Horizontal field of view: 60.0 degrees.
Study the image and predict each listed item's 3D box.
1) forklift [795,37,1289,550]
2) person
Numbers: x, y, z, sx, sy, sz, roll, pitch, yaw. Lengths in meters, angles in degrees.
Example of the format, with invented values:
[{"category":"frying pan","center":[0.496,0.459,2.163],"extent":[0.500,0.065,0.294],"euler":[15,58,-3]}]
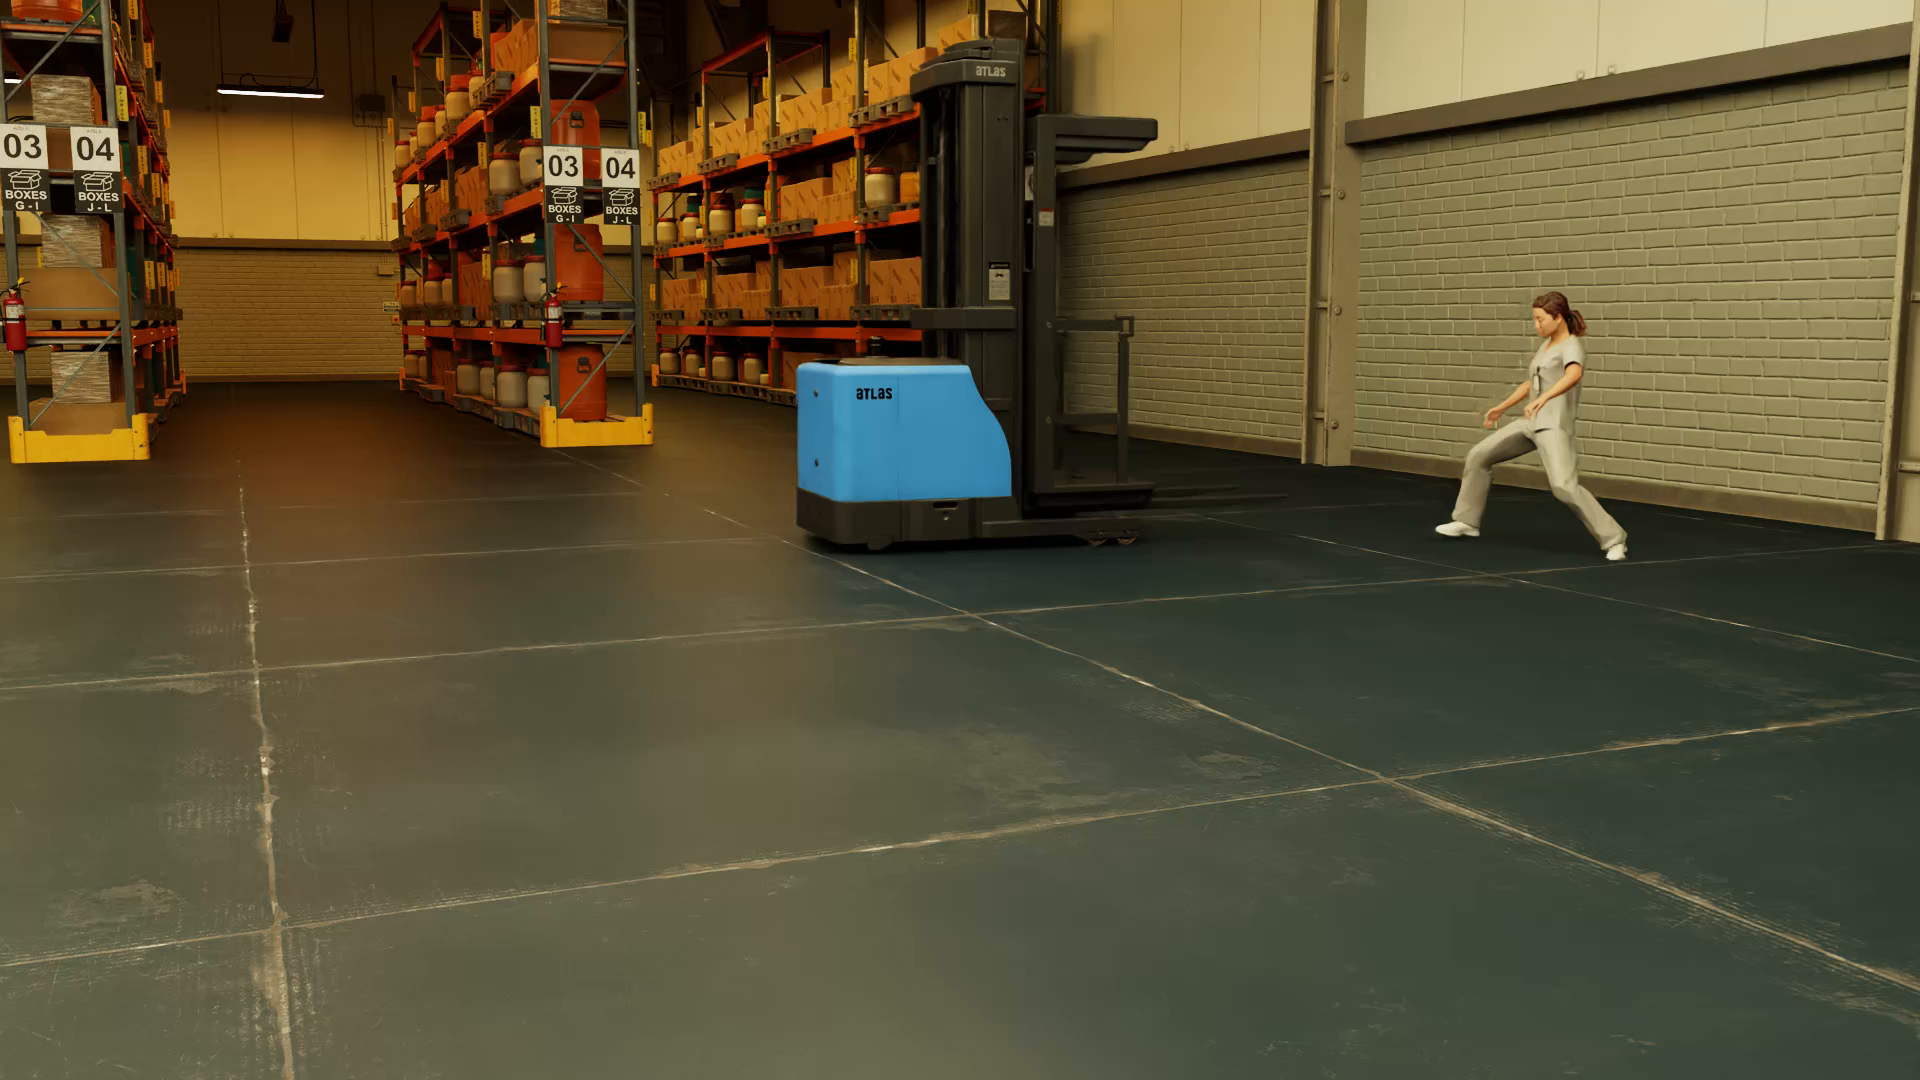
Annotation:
[{"category":"forklift","center":[0.556,-1.486,10.209],"extent":[3.031,2.935,1.130],"euler":[-3,8,-19]},{"category":"person","center":[3.359,-0.674,9.684],"extent":[0.904,1.531,0.958],"euler":[0,8,-3]}]
